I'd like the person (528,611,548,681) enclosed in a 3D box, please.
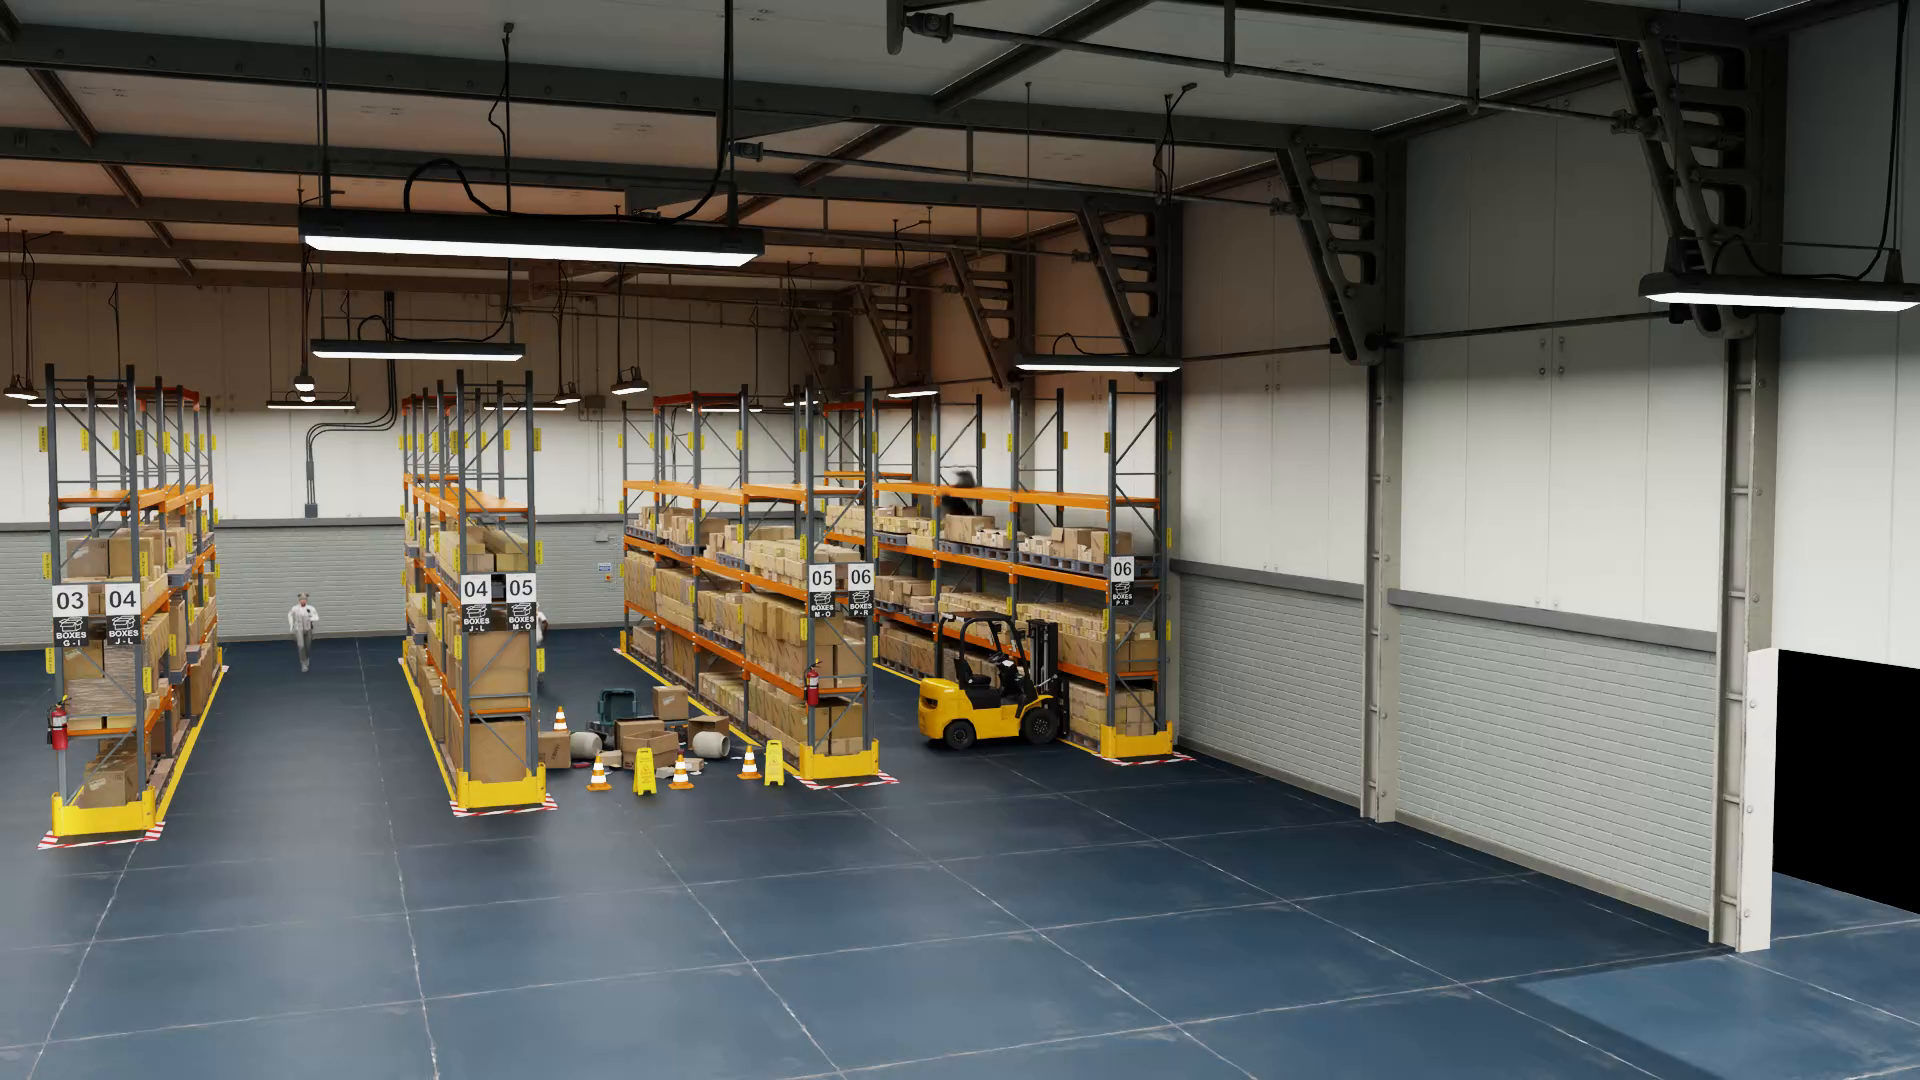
[{"bbox_3d":[-8.895,2.118,34.458,0.661,1.811,1.045,-1,4,-20],"label":"person"}]

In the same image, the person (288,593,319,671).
[{"bbox_3d":[-14.419,1.993,36.551,0.608,1.683,0.942,-2,4,-24],"label":"person"}]
